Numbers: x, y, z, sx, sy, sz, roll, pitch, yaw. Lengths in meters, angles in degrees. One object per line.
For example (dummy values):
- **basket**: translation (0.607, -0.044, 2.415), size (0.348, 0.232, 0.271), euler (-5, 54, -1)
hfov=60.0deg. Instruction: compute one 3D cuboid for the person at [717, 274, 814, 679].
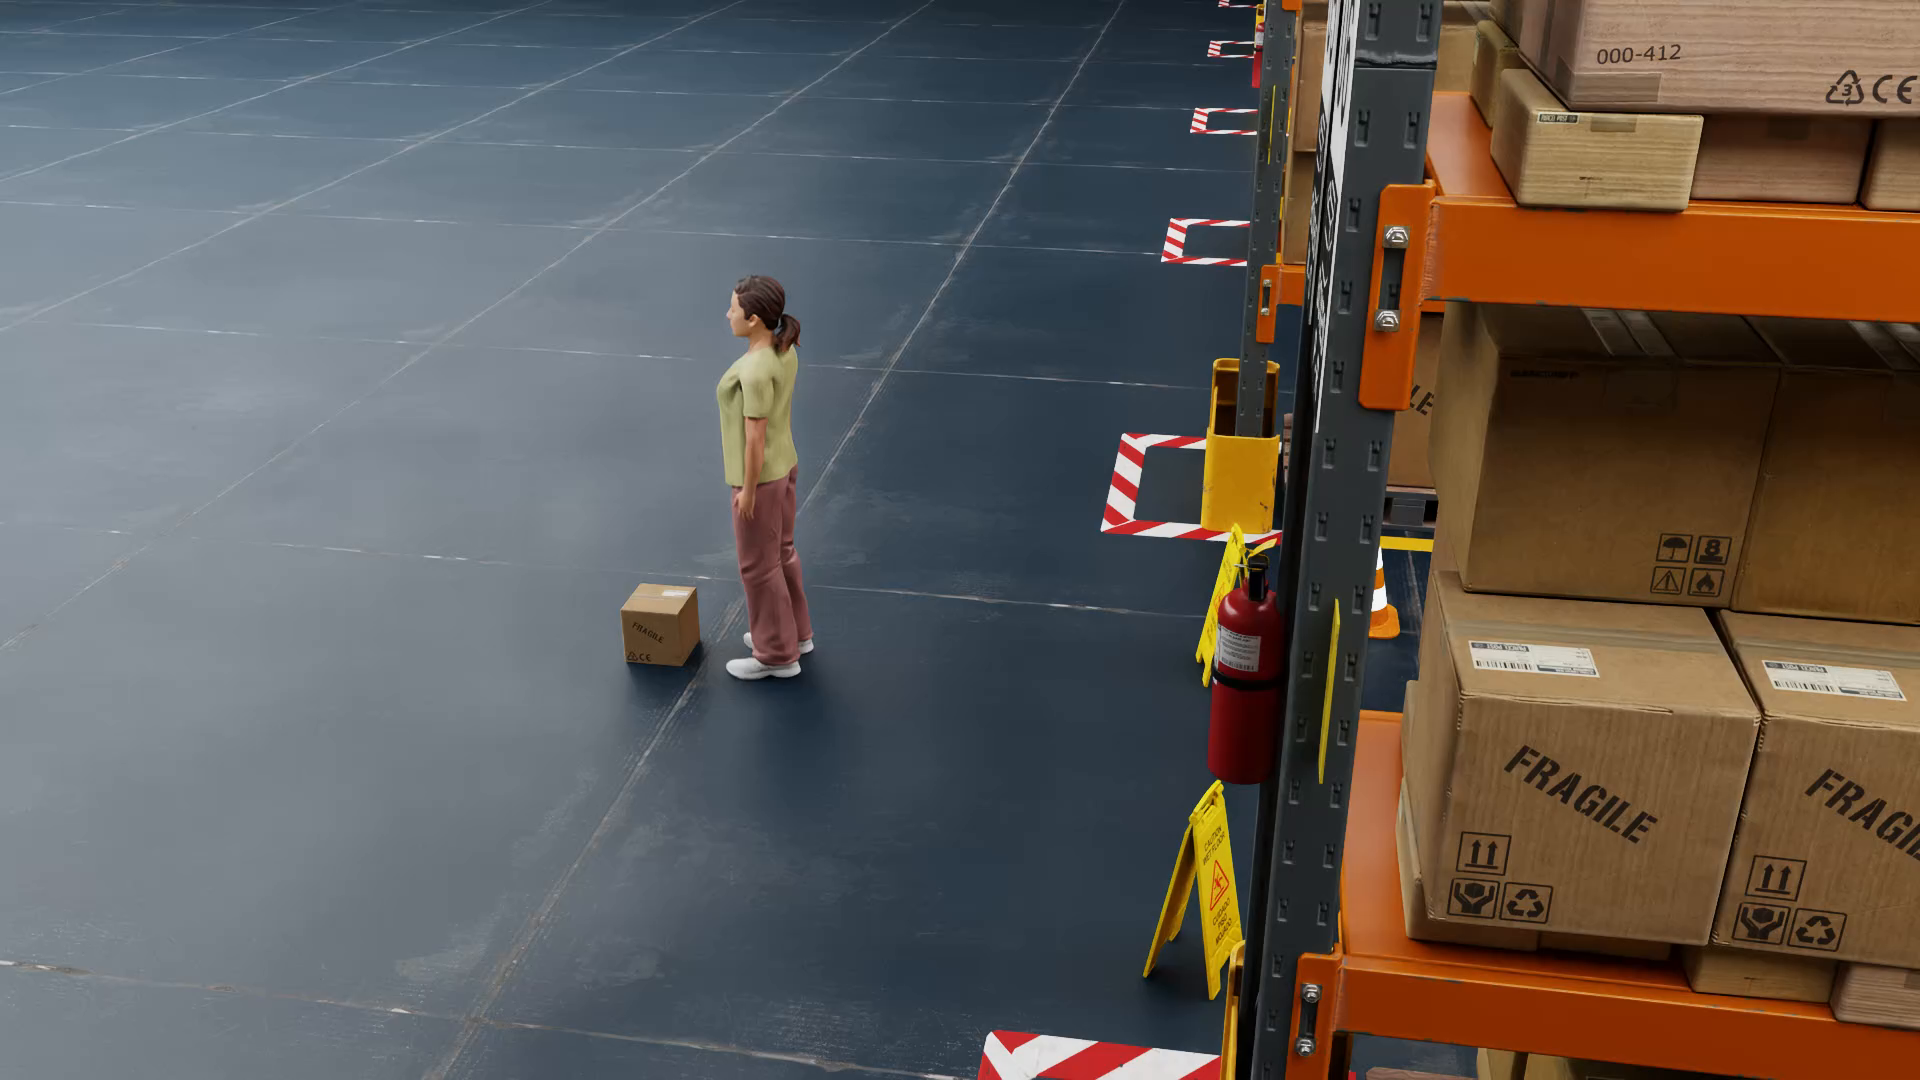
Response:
- **person**: translation (-0.776, -0.242, 6.638), size (0.352, 1.672, 0.441), euler (5, 25, 10)
